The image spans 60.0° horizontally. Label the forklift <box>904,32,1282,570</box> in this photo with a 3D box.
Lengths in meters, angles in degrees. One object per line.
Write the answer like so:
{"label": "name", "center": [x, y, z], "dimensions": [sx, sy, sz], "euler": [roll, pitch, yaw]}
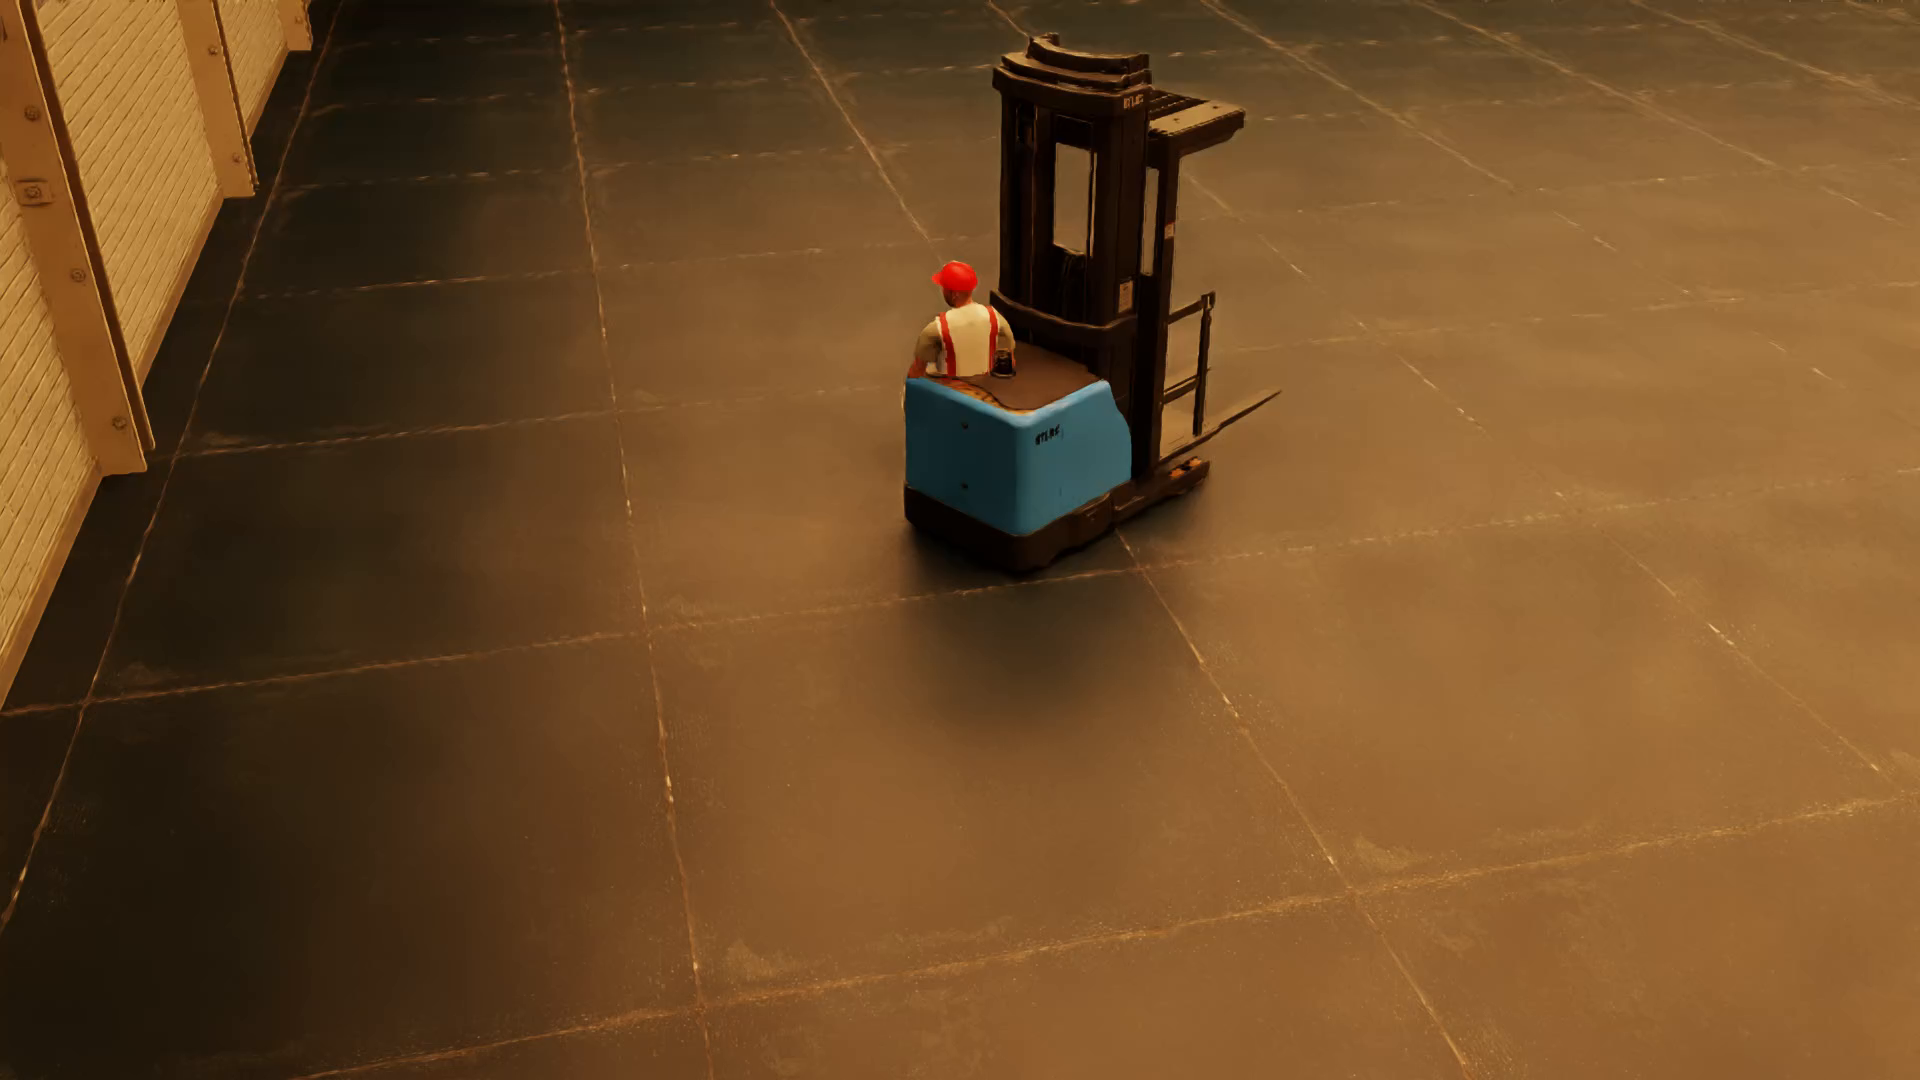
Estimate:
{"label": "forklift", "center": [1.027, -1.731, 10.564], "dimensions": [1.130, 2.935, 3.031], "euler": [26, 39, 37]}

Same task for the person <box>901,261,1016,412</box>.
{"label": "person", "center": [-0.015, -0.928, 10.343], "dimensions": [0.734, 1.764, 0.728], "euler": [-10, 31, -16]}
